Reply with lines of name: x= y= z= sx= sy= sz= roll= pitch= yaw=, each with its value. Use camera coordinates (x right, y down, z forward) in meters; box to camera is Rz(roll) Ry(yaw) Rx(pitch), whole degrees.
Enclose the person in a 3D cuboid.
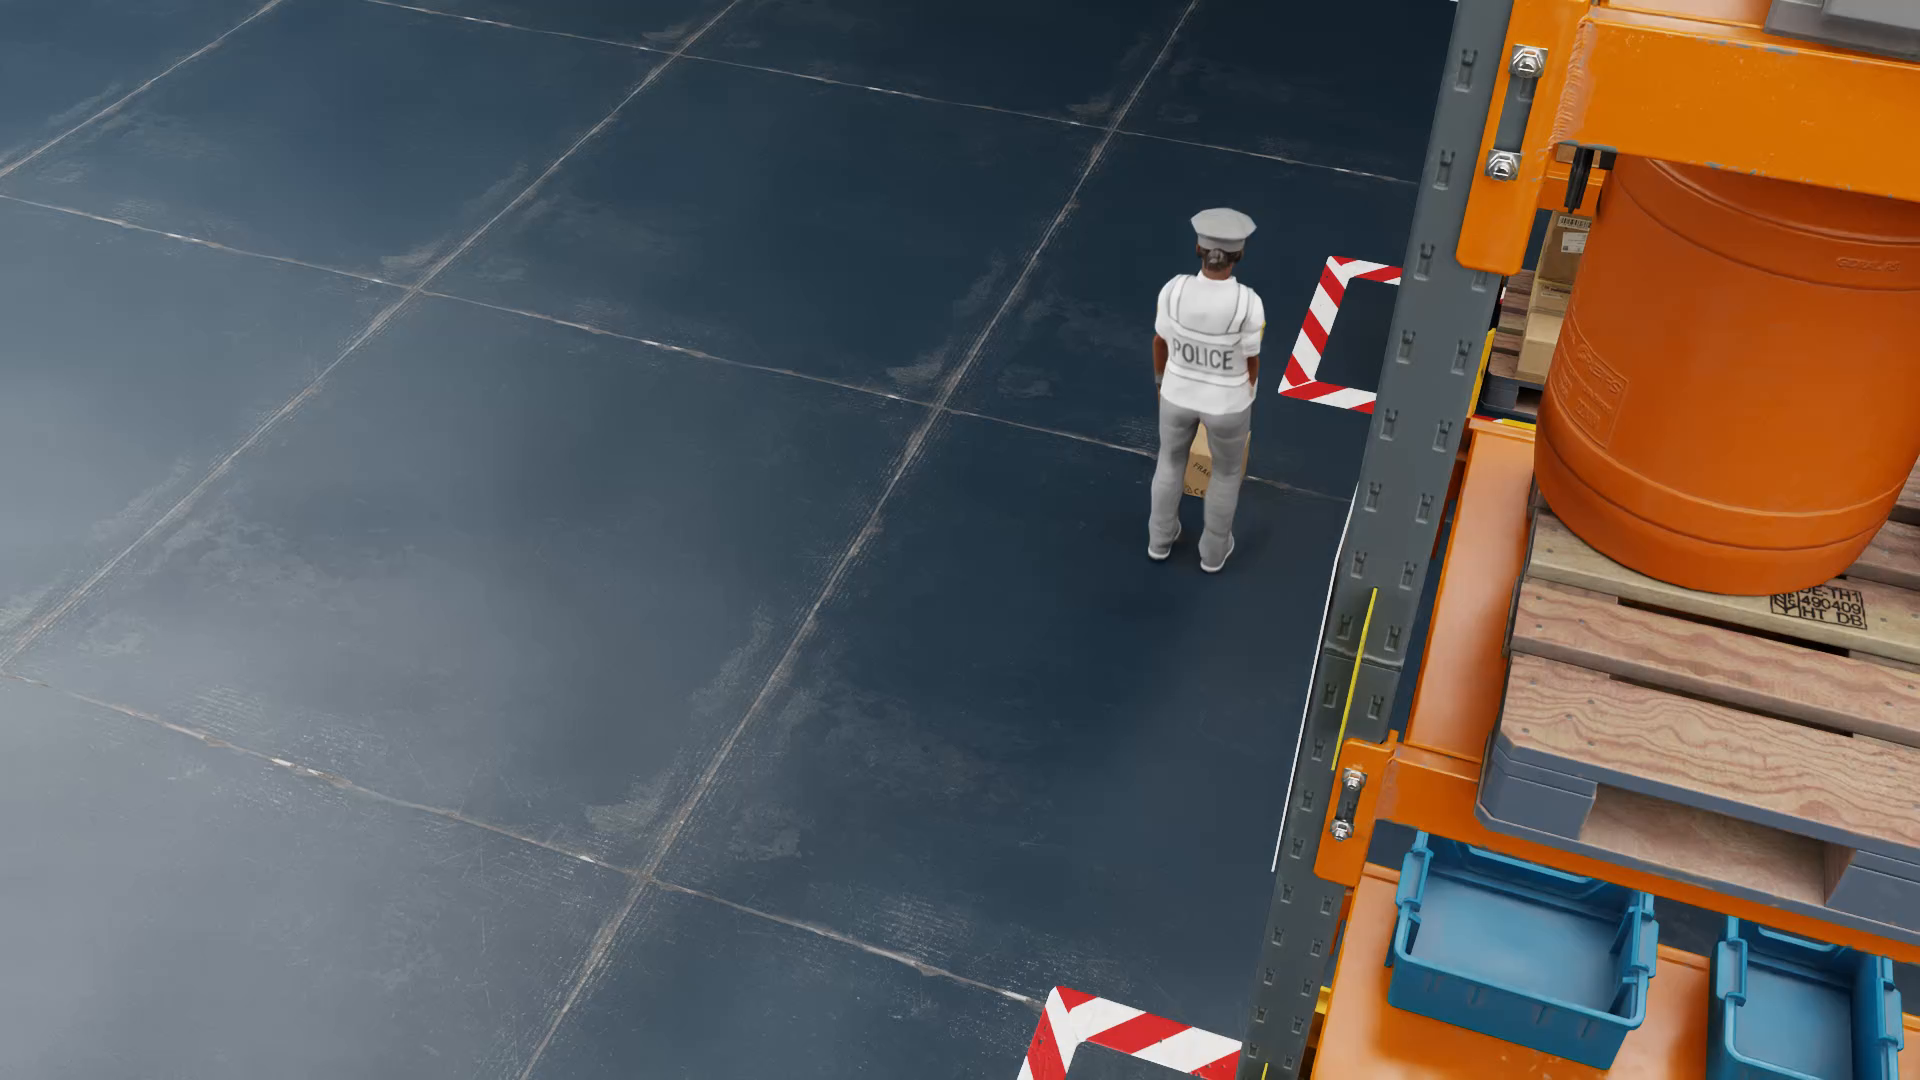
person: x=0.988 y=-0.577 z=6.820 sx=0.441 sy=1.652 sz=0.338 roll=14 pitch=44 yaw=16
